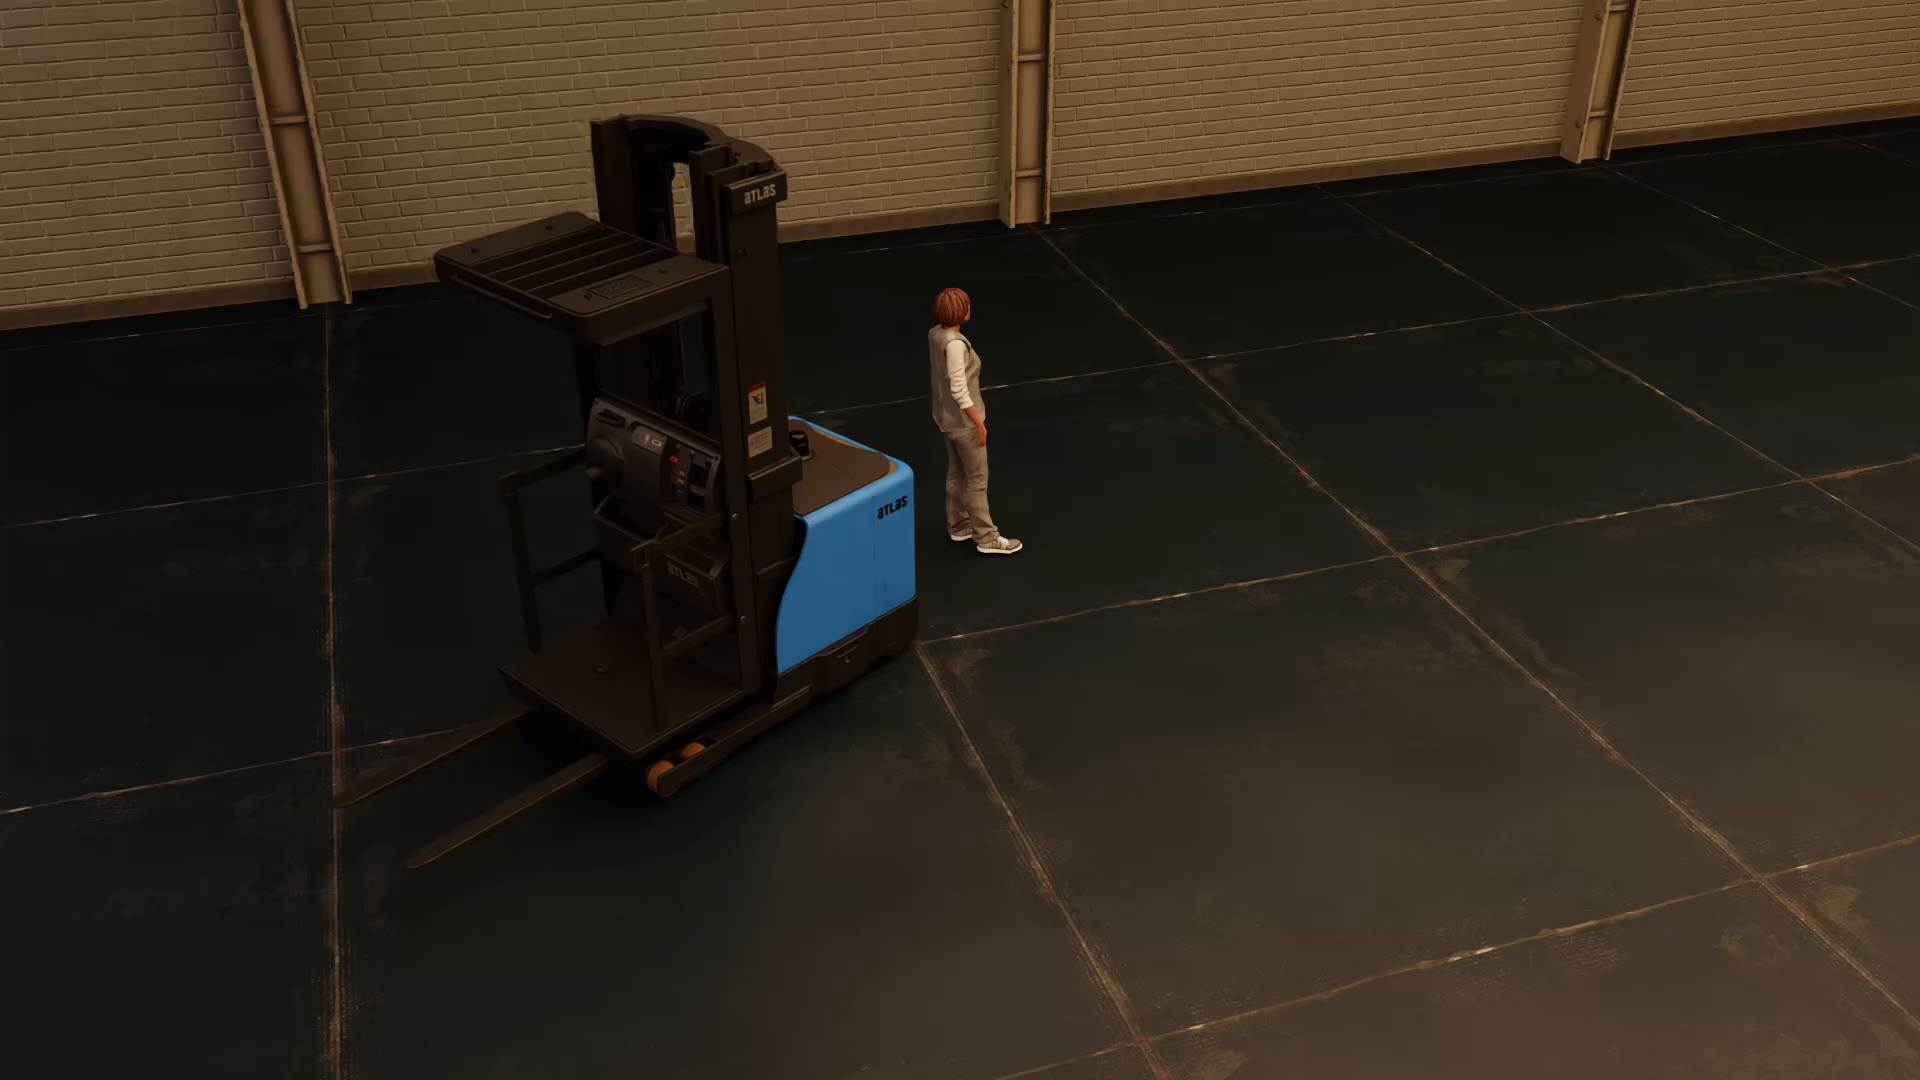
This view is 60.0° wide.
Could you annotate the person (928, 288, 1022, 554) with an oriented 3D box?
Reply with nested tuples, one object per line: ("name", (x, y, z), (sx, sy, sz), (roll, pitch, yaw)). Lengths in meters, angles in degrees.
("person", (0.074, -0.704, 9.633), (0.475, 1.596, 0.521), (-10, 31, -16))

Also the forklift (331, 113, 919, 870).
("forklift", (-1.584, -0.337, 7.673), (1.130, 2.935, 3.031), (24, 38, 36))
